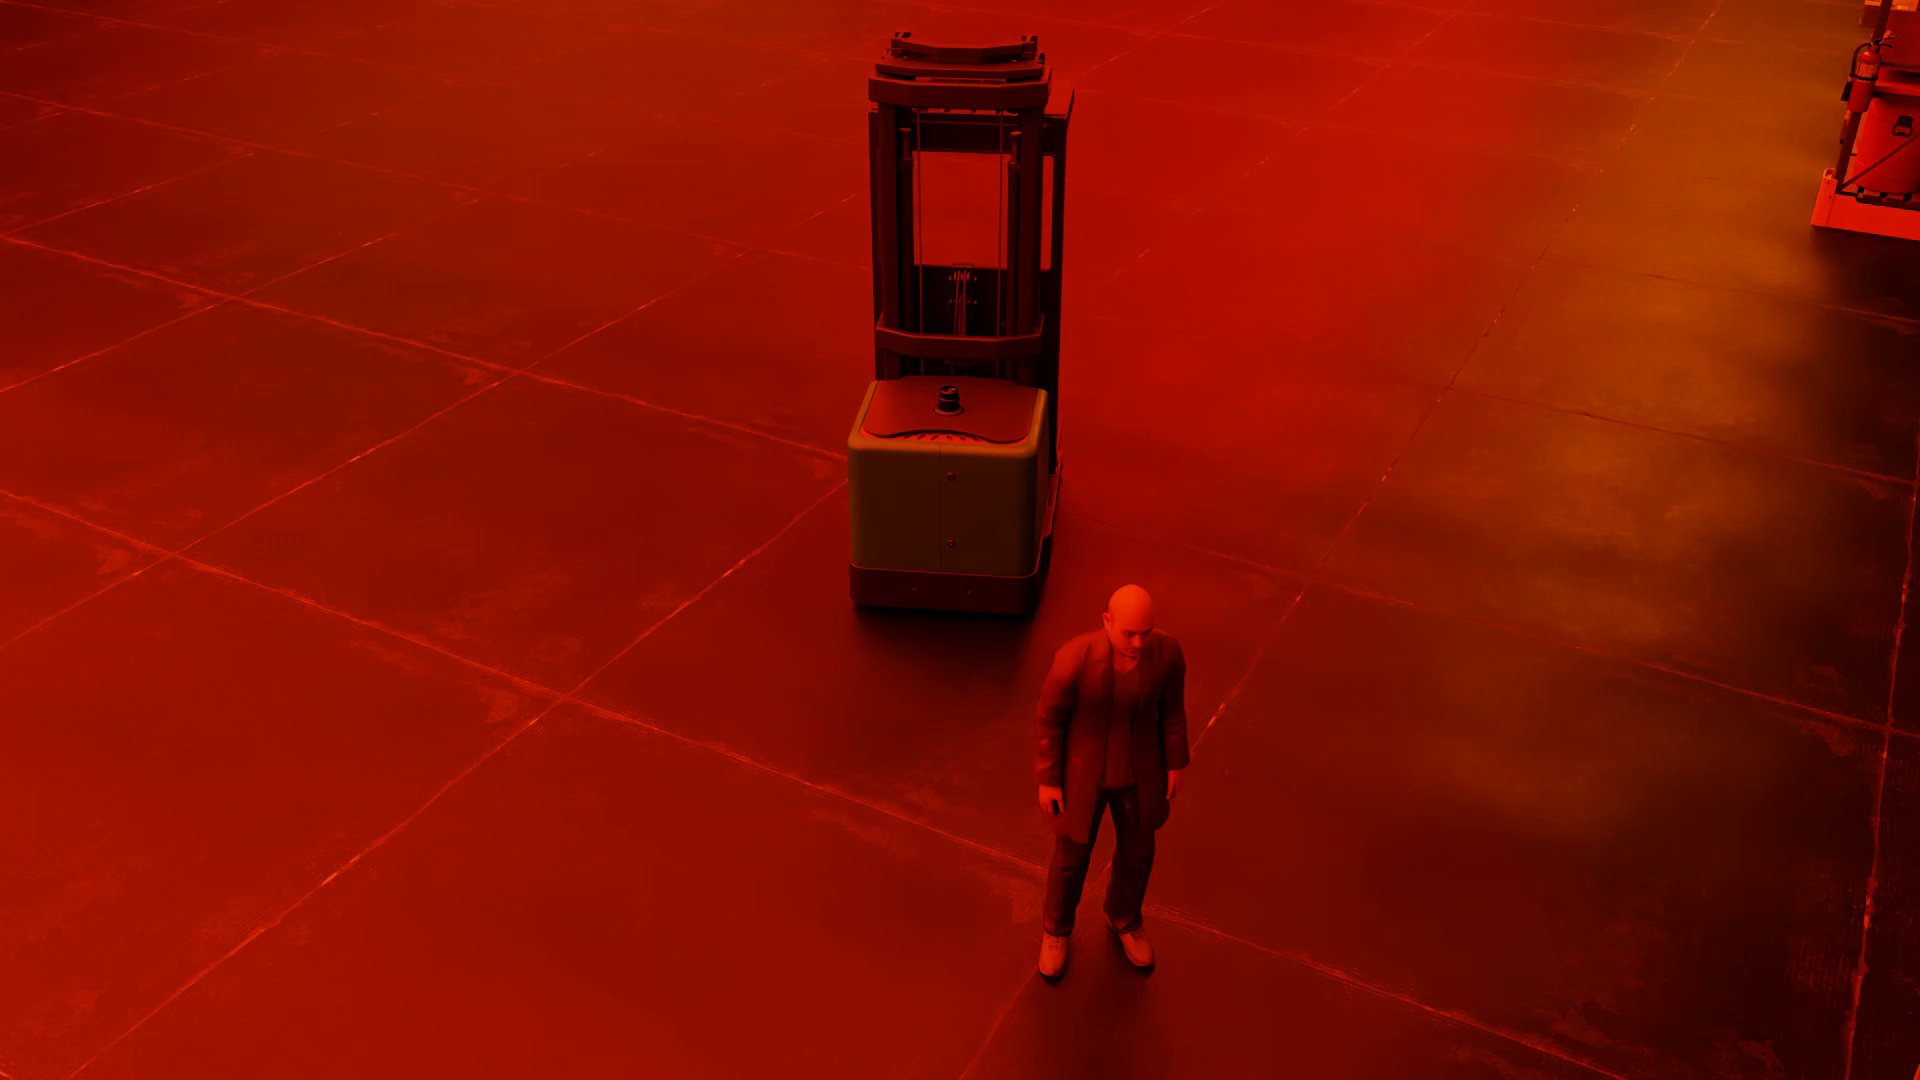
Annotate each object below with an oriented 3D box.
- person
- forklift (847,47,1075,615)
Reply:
[{"bbox_3d":[0.605,0.944,6.594,0.605,1.772,0.392,-6,31,-10],"label":"person"},{"bbox_3d":[0.072,-1.544,9.810,1.129,2.867,3.031,3,30,6],"label":"forklift"}]
